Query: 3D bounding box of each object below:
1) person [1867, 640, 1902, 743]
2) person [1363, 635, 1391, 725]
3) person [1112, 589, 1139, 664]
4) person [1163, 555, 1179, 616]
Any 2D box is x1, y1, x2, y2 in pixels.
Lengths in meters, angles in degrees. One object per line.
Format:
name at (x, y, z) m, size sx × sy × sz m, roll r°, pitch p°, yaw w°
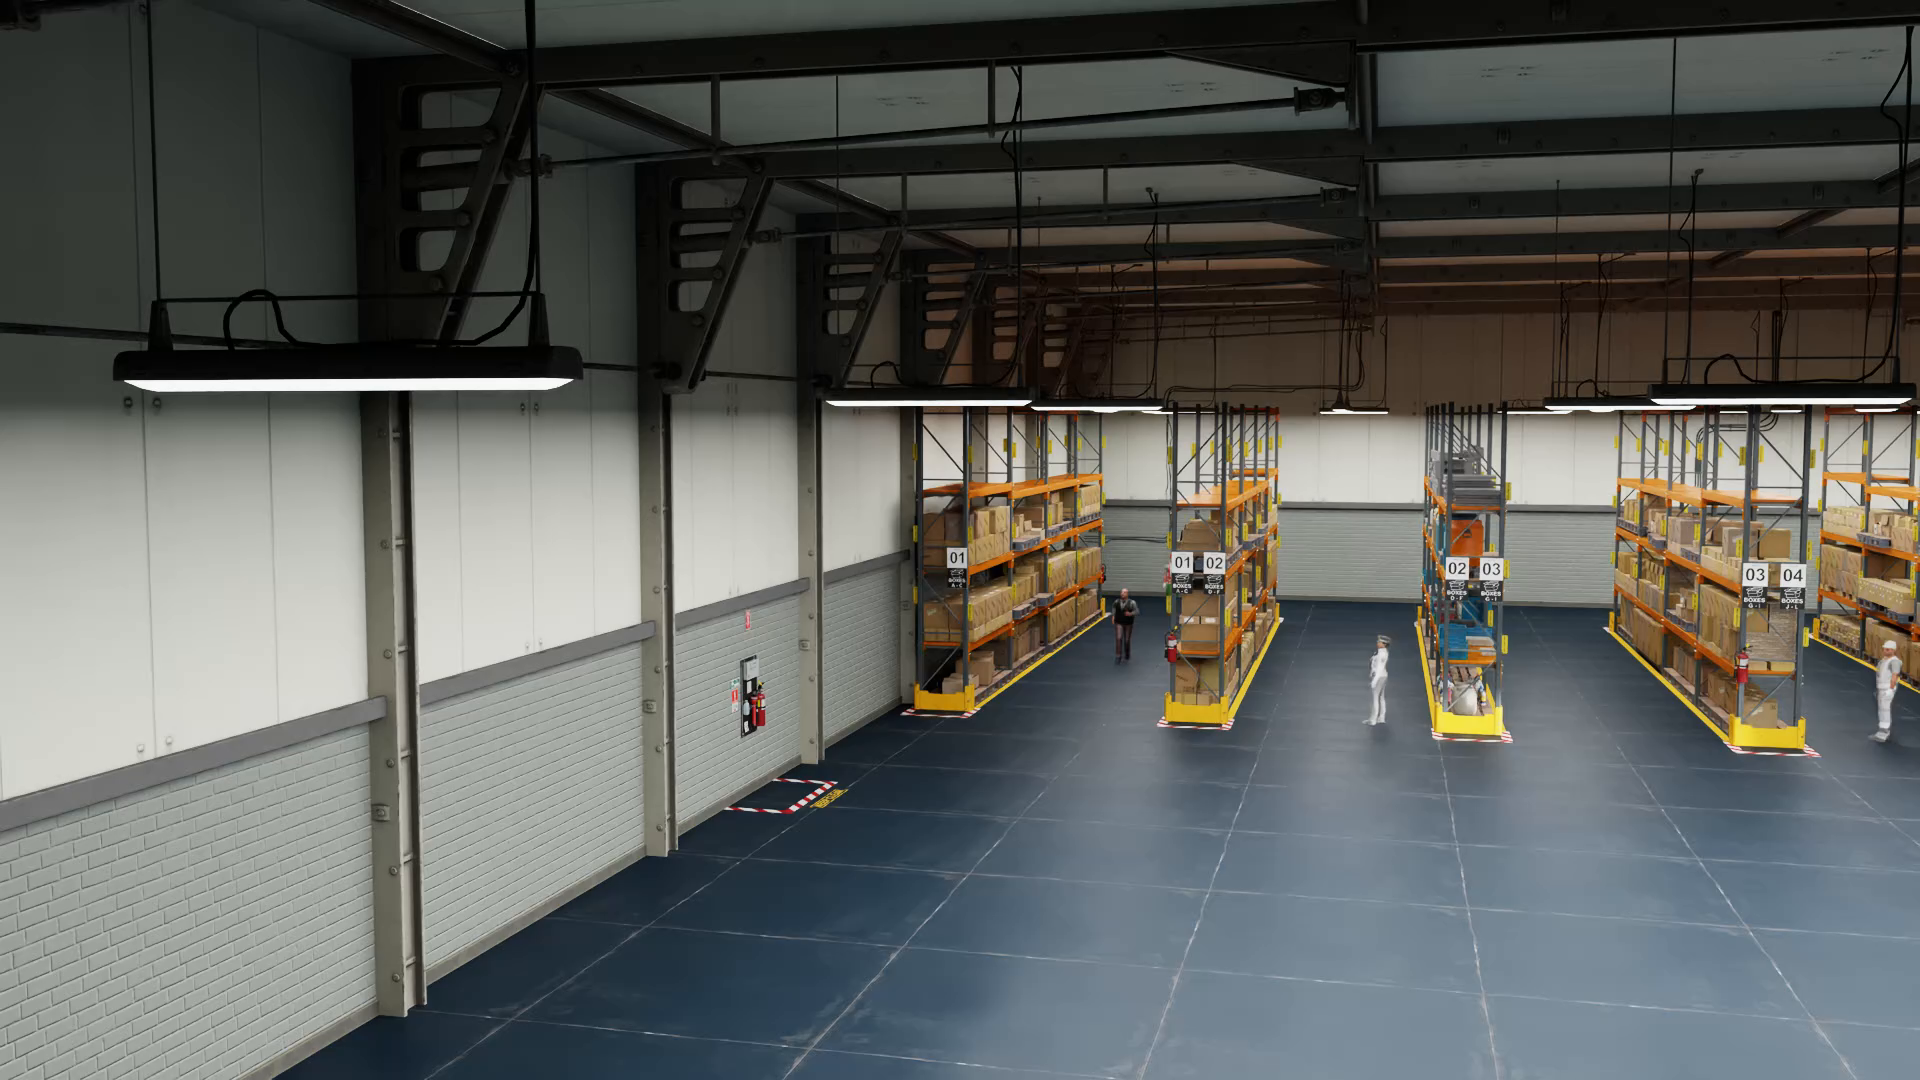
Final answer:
person at (16.312, 2.665, 29.347) m, size 0.480 × 1.790 × 0.611 m, roll 2°, pitch 5°, yaw 21°
person at (7.760, 2.602, 30.940) m, size 0.473 × 1.682 × 0.542 m, roll 2°, pitch 5°, yaw 25°
person at (3.838, 1.980, 38.682) m, size 0.659 × 1.695 × 0.995 m, roll 1°, pitch 4°, yaw 12°
person at (6.169, 1.297, 47.946) m, size 0.578 × 1.802 × 0.569 m, roll -1°, pitch 4°, yaw -16°
